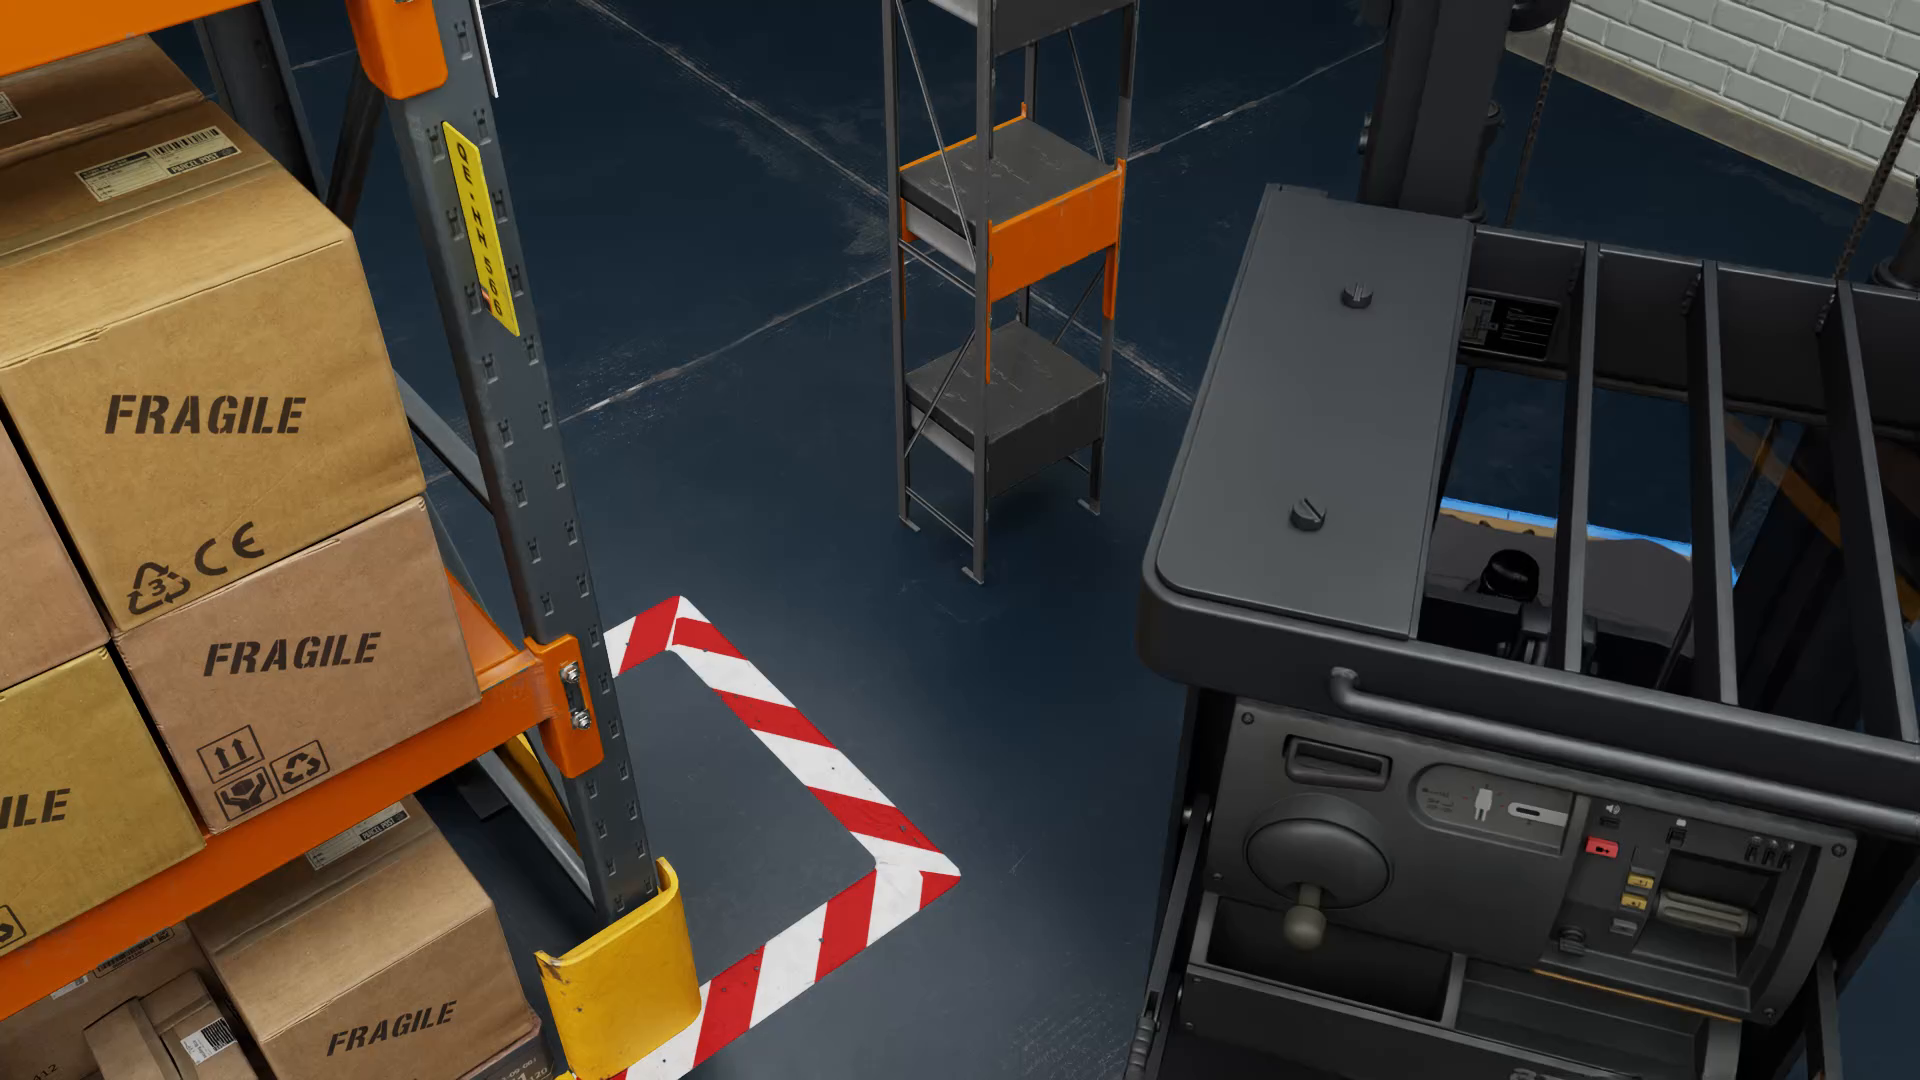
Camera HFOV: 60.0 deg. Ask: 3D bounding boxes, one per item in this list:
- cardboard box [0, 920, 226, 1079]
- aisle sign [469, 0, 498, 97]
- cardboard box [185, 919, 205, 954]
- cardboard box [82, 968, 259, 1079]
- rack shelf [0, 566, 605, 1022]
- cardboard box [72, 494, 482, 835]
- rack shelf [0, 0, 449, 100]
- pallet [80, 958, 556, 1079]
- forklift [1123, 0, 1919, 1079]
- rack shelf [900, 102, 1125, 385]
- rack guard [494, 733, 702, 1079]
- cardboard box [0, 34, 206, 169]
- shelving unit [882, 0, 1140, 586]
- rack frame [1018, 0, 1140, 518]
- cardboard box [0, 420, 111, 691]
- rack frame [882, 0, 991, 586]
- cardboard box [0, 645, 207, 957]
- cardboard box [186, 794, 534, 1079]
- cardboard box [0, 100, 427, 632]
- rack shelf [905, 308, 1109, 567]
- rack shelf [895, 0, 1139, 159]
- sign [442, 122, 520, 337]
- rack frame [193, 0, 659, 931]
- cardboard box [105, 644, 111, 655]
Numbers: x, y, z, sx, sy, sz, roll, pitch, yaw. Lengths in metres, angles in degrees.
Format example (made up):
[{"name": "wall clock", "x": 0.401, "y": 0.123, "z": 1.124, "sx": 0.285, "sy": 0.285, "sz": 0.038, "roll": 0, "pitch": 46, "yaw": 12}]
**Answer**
[{"name": "cardboard box", "x": -2.032, "y": 0.933, "z": 3.753, "sx": 0.500, "sy": 0.250, "sz": 0.500, "roll": -30, "pitch": 51, "yaw": -28}, {"name": "aisle sign", "x": -0.801, "y": -1.035, "z": 2.262, "sx": 0.004, "sy": 0.787, "sz": 0.394, "roll": -30, "pitch": 51, "yaw": -28}, {"name": "cardboard box", "x": -1.783, "y": 0.767, "z": 3.990, "sx": 0.250, "sy": 0.166, "sz": 0.380, "roll": -30, "pitch": 51, "yaw": -28}, {"name": "cardboard box", "x": -1.677, "y": 1.153, "z": 3.580, "sx": 0.250, "sy": 0.166, "sz": 0.380, "roll": -30, "pitch": 51, "yaw": -28}, {"name": "rack shelf", "x": -2.584, "y": 0.922, "z": 2.603, "sx": 4.000, "sy": 0.370, "sz": 1.077, "roll": -30, "pitch": 51, "yaw": -28}, {"name": "cardboard box", "x": -1.218, "y": 0.085, "z": 2.896, "sx": 0.500, "sy": 0.500, "sz": 0.500, "roll": -28, "pitch": 50, "yaw": -27}, {"name": "rack shelf", "x": -2.584, "y": -0.171, "z": 1.576, "sx": 4.000, "sy": 0.370, "sz": 1.077, "roll": -30, "pitch": 51, "yaw": -28}, {"name": "pallet", "x": -1.719, "y": 1.182, "z": 3.837, "sx": 1.213, "sy": 0.211, "sz": 1.003, "roll": -30, "pitch": 51, "yaw": -28}, {"name": "forklift", "x": 0.814, "y": 0.604, "z": 2.466, "sx": 1.130, "sy": 2.935, "sz": 3.031, "roll": 12, "pitch": 44, "yaw": 12}, {"name": "rack shelf", "x": 0.127, "y": -0.828, "z": 4.618, "sx": 0.480, "sy": 0.518, "sz": 0.431, "roll": -30, "pitch": 51, "yaw": -28}, {"name": "rack guard", "x": -1.108, "y": 0.726, "z": 4.112, "sx": 0.348, "sy": 0.500, "sz": 1.175, "roll": -30, "pitch": 51, "yaw": -28}, {"name": "cardboard box", "x": -1.559, "y": -0.563, "z": 2.855, "sx": 0.500, "sy": 0.500, "sz": 0.500, "roll": -28, "pitch": 50, "yaw": -27}, {"name": "shelving unit", "x": 0.127, "y": -0.838, "z": 4.609, "sx": 0.503, "sy": 2.100, "sz": 0.431, "roll": -30, "pitch": 51, "yaw": -28}, {"name": "rack frame", "x": 0.314, "y": -0.945, "z": 4.723, "sx": 0.015, "sy": 2.100, "sz": 0.400, "roll": -30, "pitch": 51, "yaw": -28}, {"name": "cardboard box", "x": -1.601, "y": -0.057, "z": 2.316, "sx": 0.500, "sy": 0.500, "sz": 0.500, "roll": -28, "pitch": 50, "yaw": -27}, {"name": "rack frame", "x": -0.060, "y": -0.731, "z": 4.494, "sx": 0.015, "sy": 2.100, "sz": 0.400, "roll": -30, "pitch": 51, "yaw": -28}, {"name": "cardboard box", "x": -1.614, "y": 0.314, "z": 2.651, "sx": 0.500, "sy": 0.500, "sz": 0.500, "roll": -29, "pitch": 51, "yaw": -28}, {"name": "cardboard box", "x": -1.308, "y": 0.900, "z": 3.605, "sx": 0.500, "sy": 0.500, "sz": 0.500, "roll": -30, "pitch": 51, "yaw": -28}, {"name": "cardboard box", "x": -1.214, "y": -0.280, "z": 2.553, "sx": 0.500, "sy": 0.500, "sz": 0.500, "roll": -30, "pitch": 51, "yaw": -28}, {"name": "rack shelf", "x": 0.127, "y": -0.318, "z": 5.097, "sx": 0.480, "sy": 0.518, "sz": 0.431, "roll": -30, "pitch": 51, "yaw": -28}, {"name": "rack shelf", "x": 0.127, "y": -1.338, "z": 4.139, "sx": 0.480, "sy": 0.518, "sz": 0.431, "roll": -30, "pitch": 51, "yaw": -28}, {"name": "sign", "x": -0.709, "y": -0.456, "z": 2.467, "sx": 0.005, "sy": 0.325, "sz": 0.100, "roll": -30, "pitch": 51, "yaw": -28}, {"name": "rack frame", "x": -1.049, "y": -0.219, "z": 3.292, "sx": 0.127, "sy": 3.000, "sz": 1.000, "roll": -30, "pitch": 51, "yaw": -28}, {"name": "cardboard box", "x": -1.559, "y": -0.199, "z": 3.197, "sx": 0.500, "sy": 0.500, "sz": 0.500, "roll": -29, "pitch": 50, "yaw": -27}]
